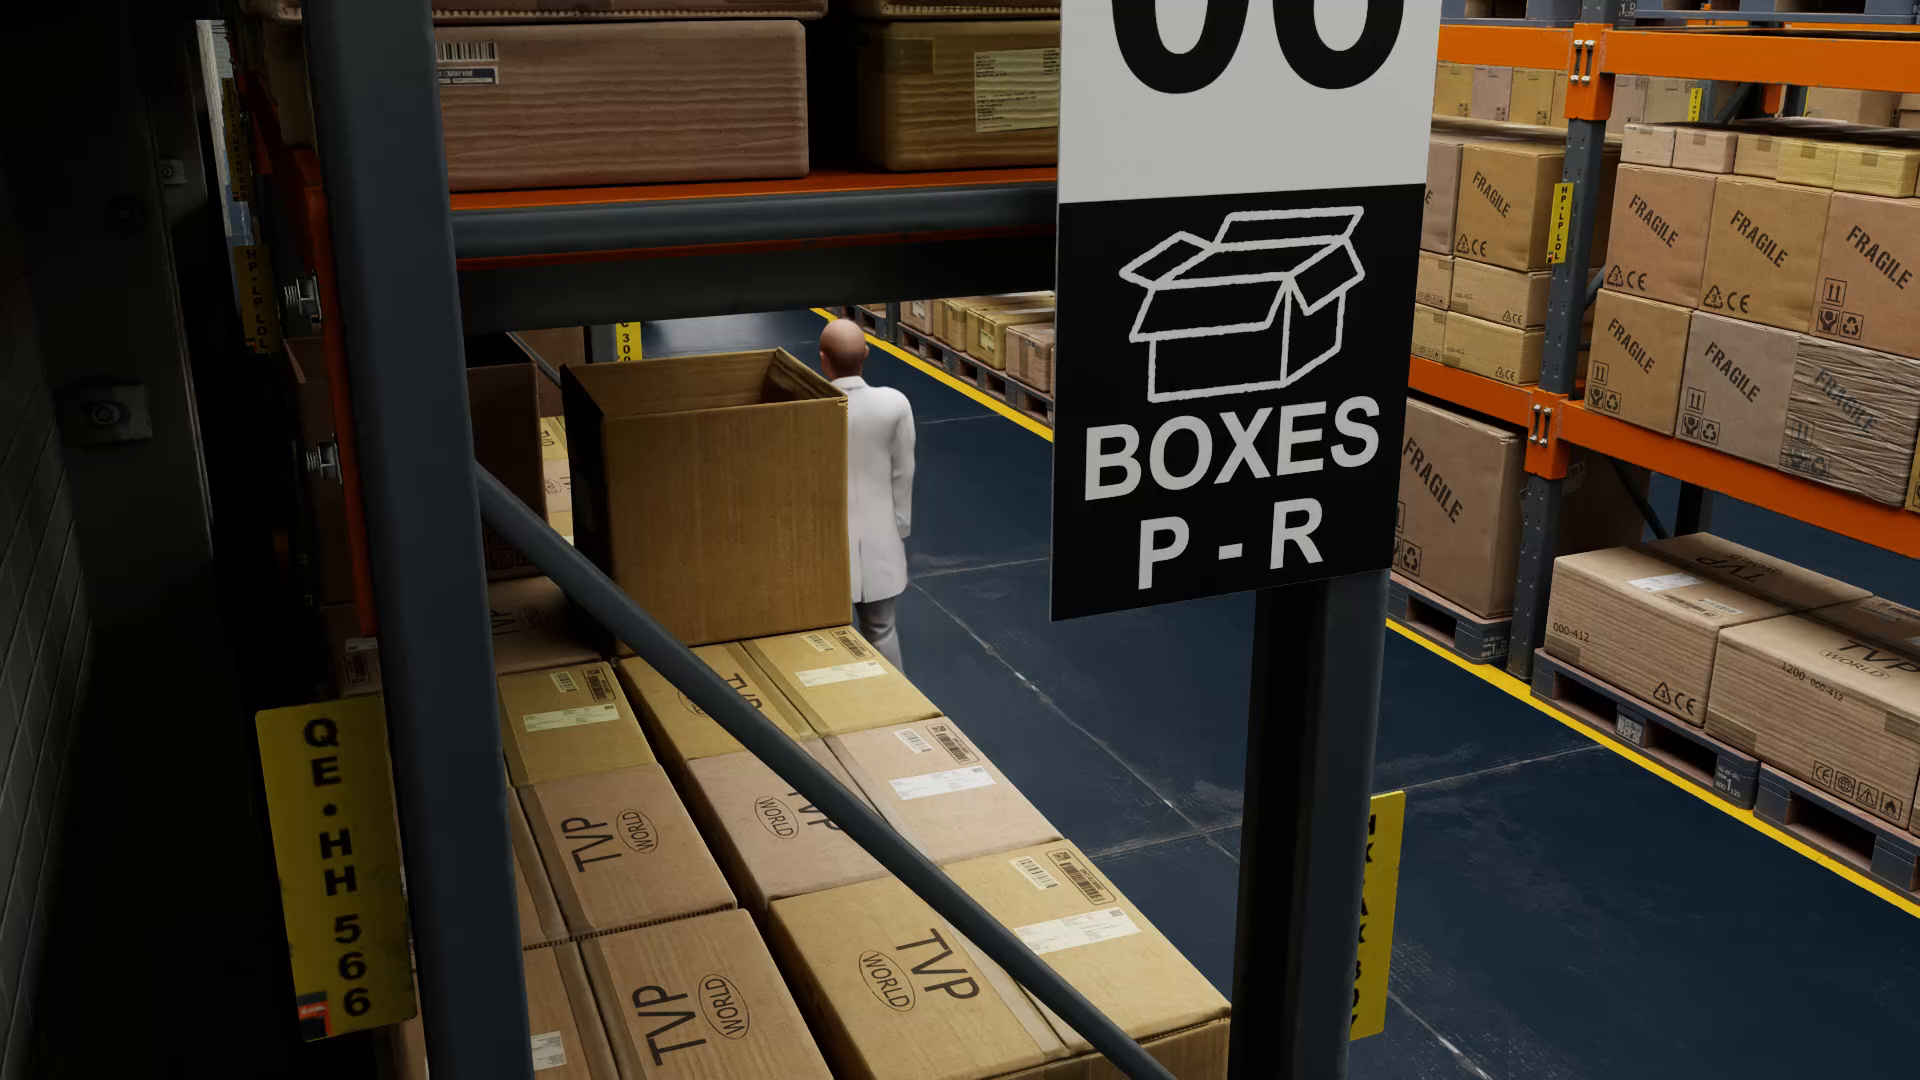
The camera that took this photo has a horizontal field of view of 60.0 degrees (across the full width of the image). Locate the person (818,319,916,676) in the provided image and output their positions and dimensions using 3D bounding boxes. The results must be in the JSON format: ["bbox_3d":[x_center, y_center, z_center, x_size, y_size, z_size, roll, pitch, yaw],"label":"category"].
[{"bbox_3d":[-0.461,0.002,6.578,0.558,1.779,0.390,-8,20,-22],"label":"person"}]
